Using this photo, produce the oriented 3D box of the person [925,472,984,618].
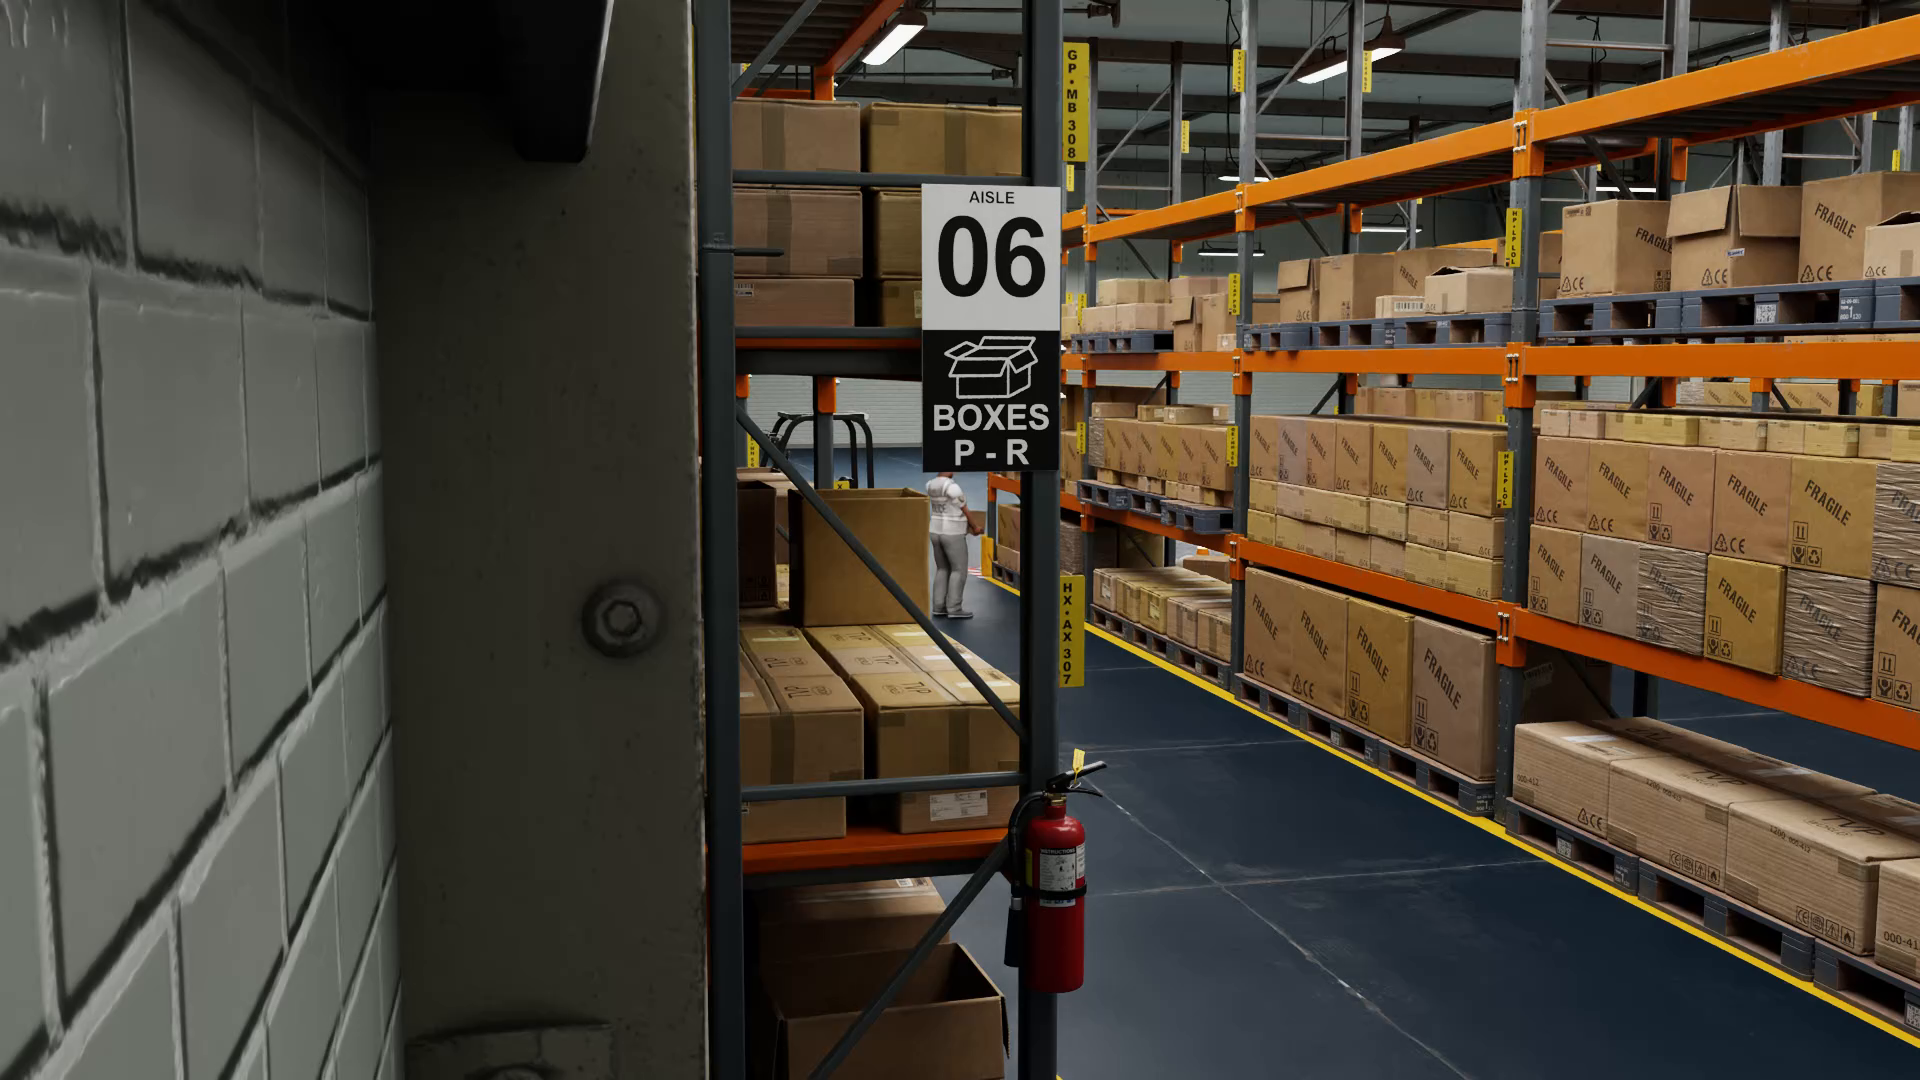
[{"bbox_3d":[-0.055,-0.061,17.846,0.563,1.767,0.494,-5,8,-37],"label":"person"}]
